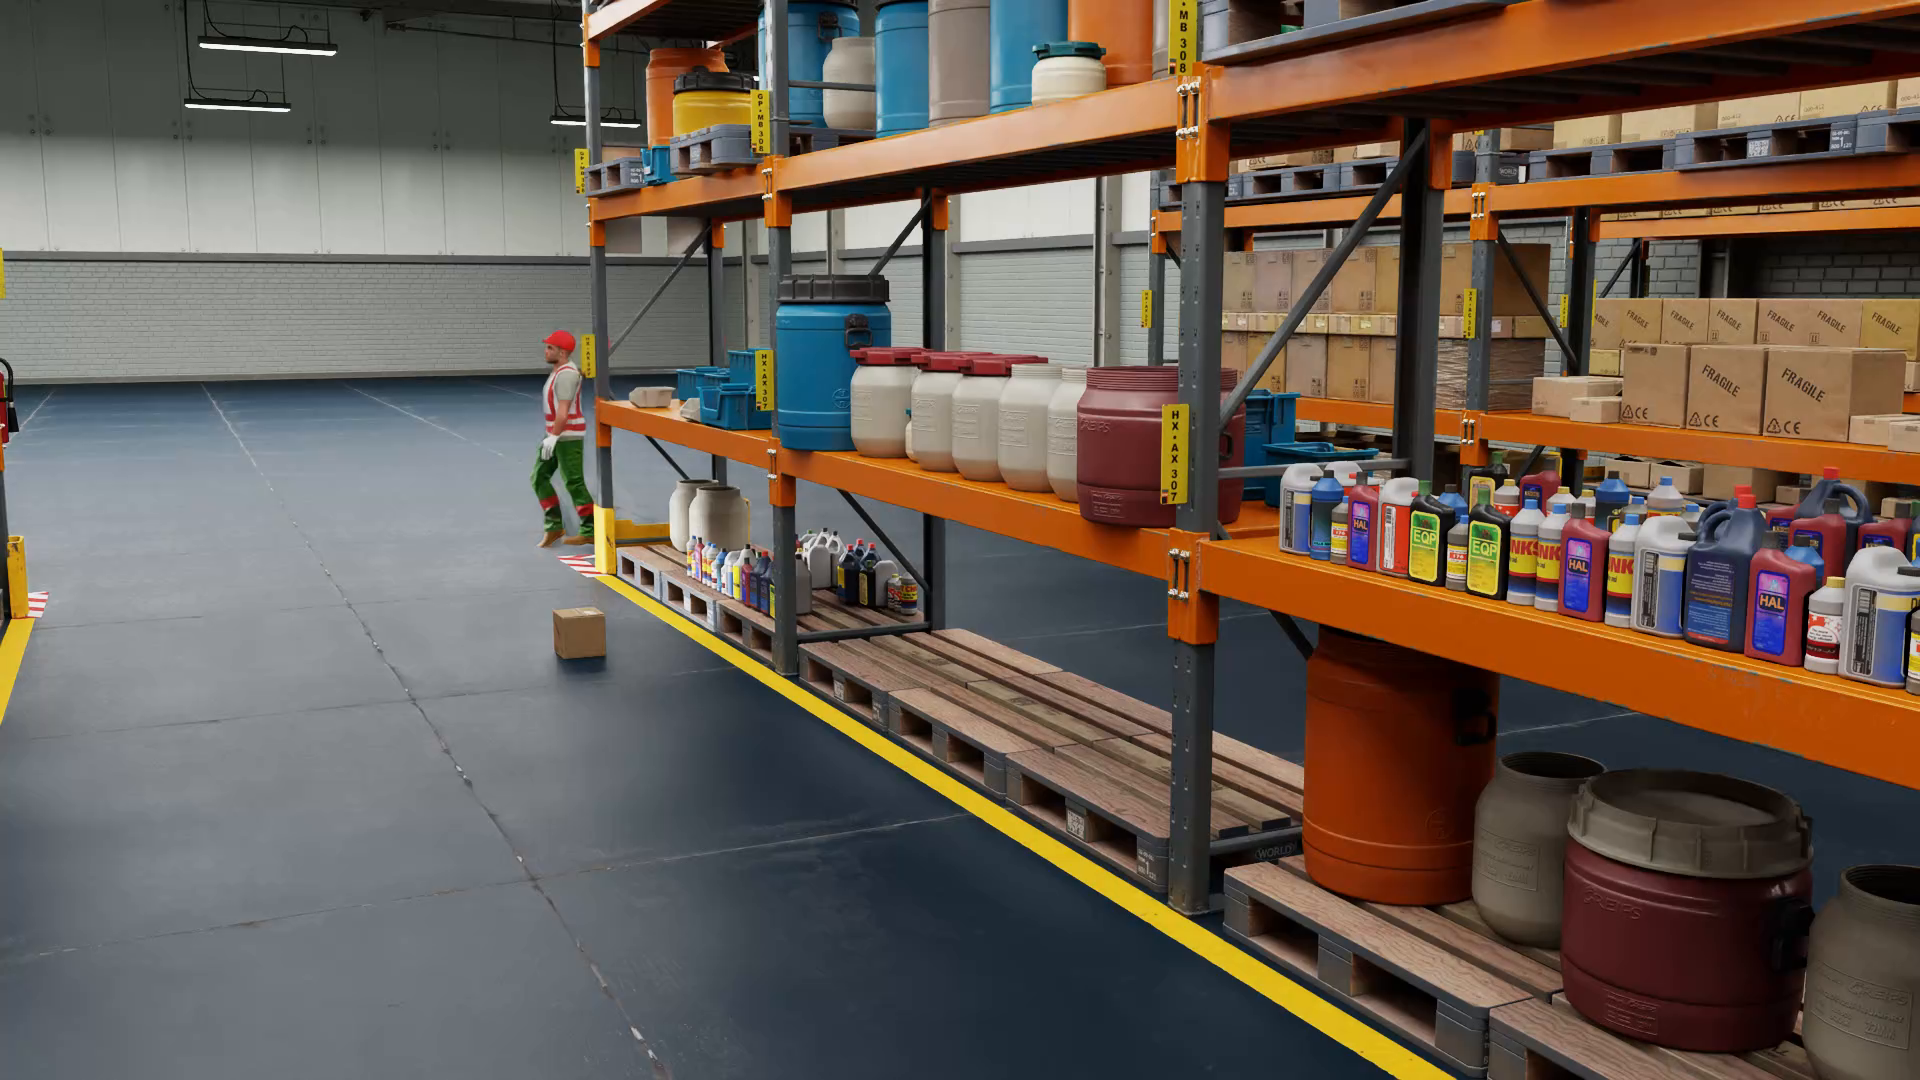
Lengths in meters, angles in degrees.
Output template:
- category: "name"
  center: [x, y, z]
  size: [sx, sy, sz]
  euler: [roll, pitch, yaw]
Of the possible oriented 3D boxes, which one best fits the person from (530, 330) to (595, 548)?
- category: "person"
  center: [-3.268, -0.802, 13.722]
  size: [0.517, 1.843, 0.617]
  euler: [-4, 9, -25]
